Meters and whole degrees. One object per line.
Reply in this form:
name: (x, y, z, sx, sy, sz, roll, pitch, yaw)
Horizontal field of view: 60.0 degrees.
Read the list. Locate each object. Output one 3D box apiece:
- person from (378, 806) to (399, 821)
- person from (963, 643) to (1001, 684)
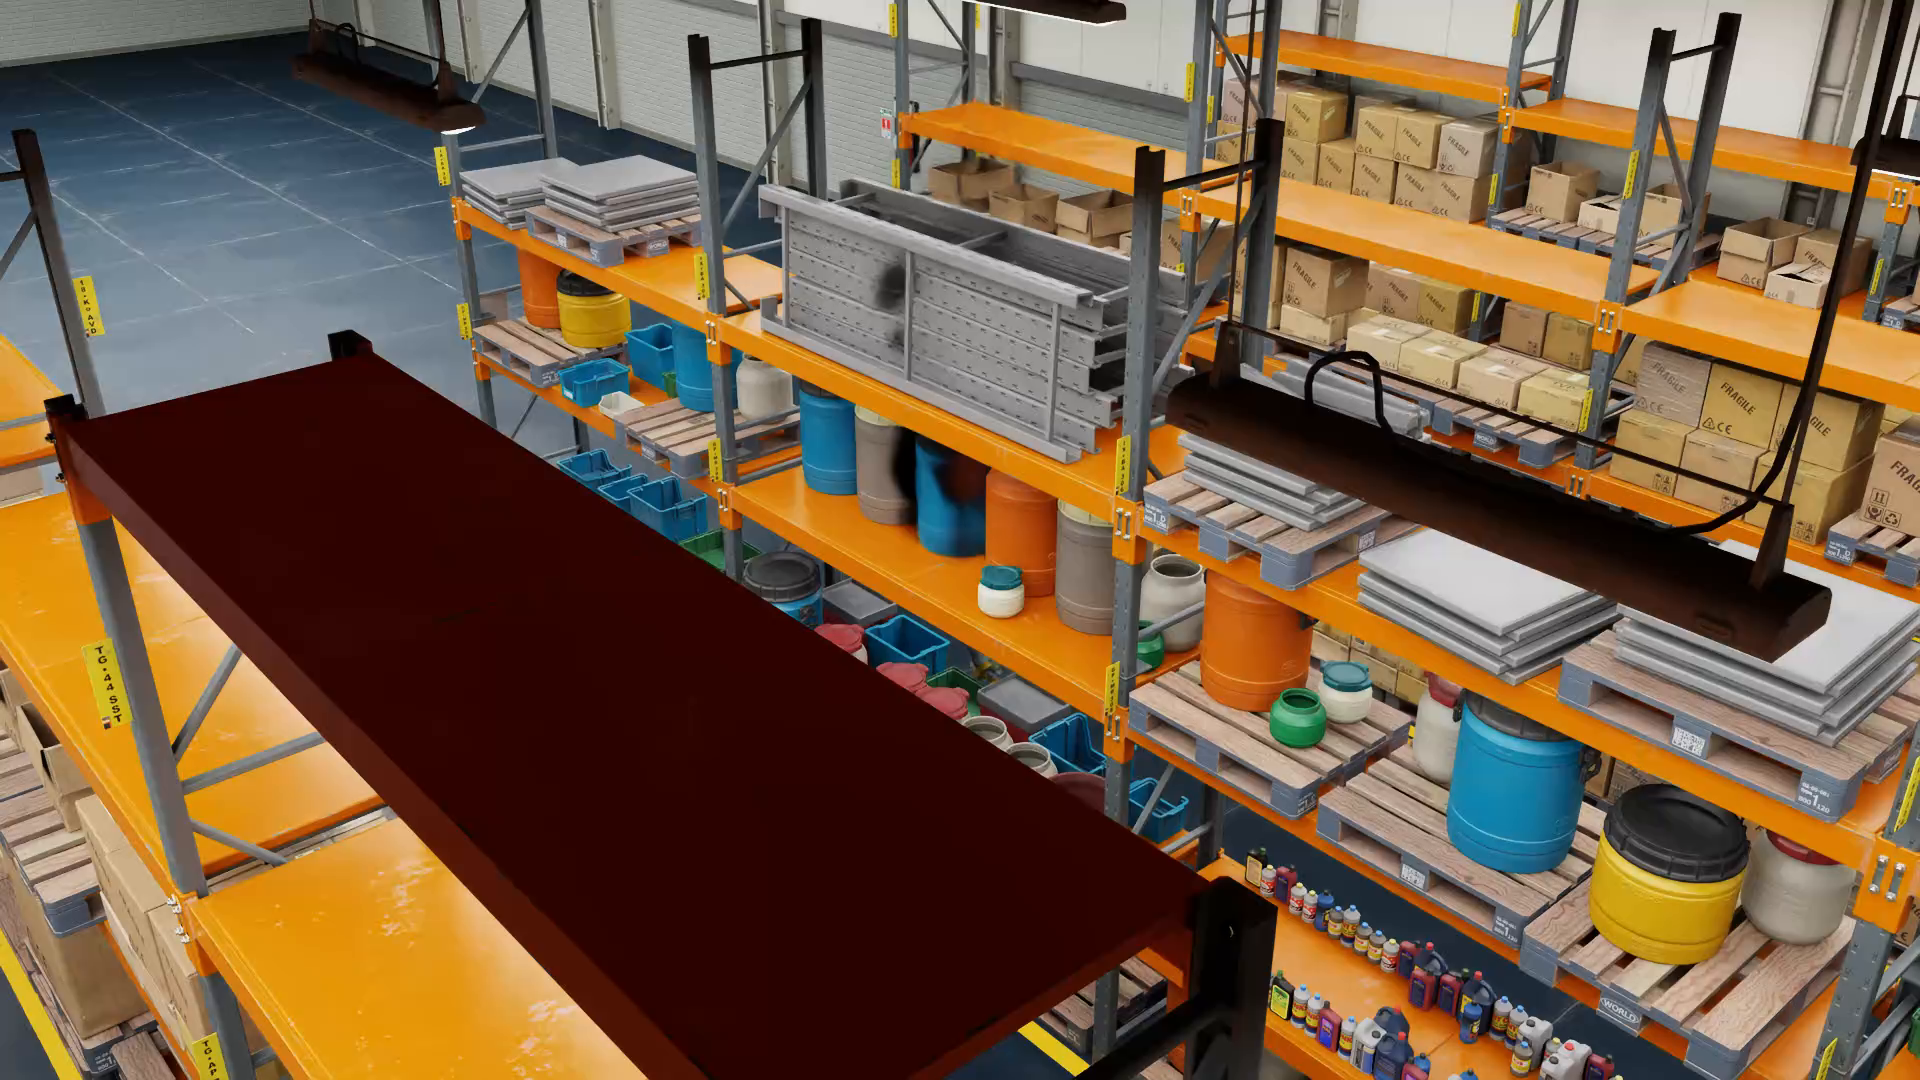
person: (-3.774, 2.029, 11.062, 0.884, 1.707, 0.565, 22, 34, 36)
person: (0.167, 0.397, 14.260, 0.698, 1.772, 0.579, -22, 34, -37)
